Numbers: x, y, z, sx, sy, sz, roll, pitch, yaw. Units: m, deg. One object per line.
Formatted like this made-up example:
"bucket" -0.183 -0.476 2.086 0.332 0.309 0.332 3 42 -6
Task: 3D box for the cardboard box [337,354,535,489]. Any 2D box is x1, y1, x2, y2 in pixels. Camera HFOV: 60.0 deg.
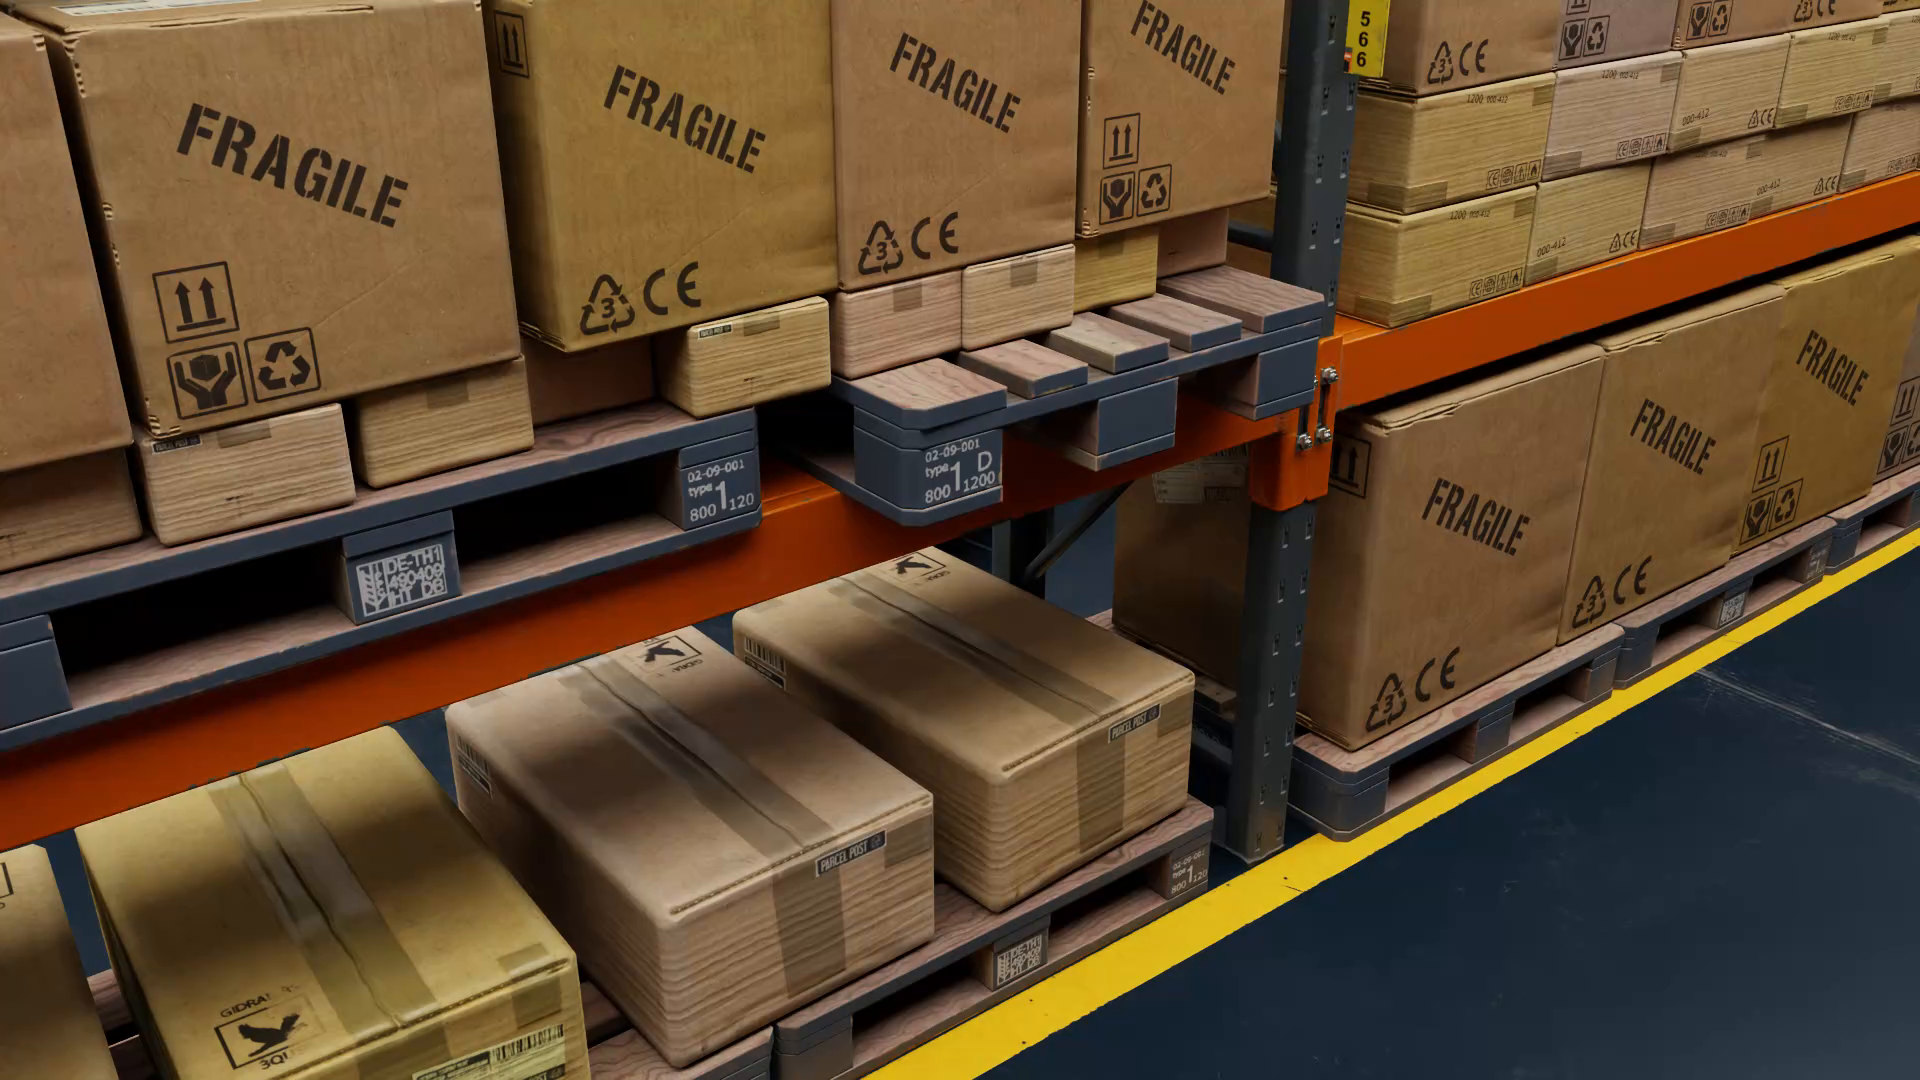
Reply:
"cardboard box" -0.841 -0.230 2.481 0.250 0.149 0.380 -19 31 -36

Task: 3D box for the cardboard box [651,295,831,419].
"cardboard box" -0.419 -0.346 2.731 0.250 0.149 0.380 -18 30 -33

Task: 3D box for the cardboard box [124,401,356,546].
"cardboard box" -1.033 -0.151 2.311 0.250 0.149 0.380 -17 30 -32

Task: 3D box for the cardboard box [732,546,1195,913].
"cardboard box" -0.009 0.400 3.948 0.625 0.372 0.950 -21 32 -37

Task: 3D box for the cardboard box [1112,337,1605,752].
"cardboard box" 1.037 -0.124 4.478 0.875 0.875 0.875 -19 31 -34

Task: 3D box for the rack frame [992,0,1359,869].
"rack frame" 0.442 -0.745 3.792 0.127 3.000 1.000 -18 31 -34

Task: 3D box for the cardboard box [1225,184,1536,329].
"cardboard box" 0.982 -0.721 3.918 0.500 0.250 0.500 -19 31 -35

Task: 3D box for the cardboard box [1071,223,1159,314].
"cardboard box" 0.163 -0.565 3.204 0.250 0.149 0.380 -18 30 -33

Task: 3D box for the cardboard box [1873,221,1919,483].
"cardboard box" 3.151 -0.823 5.986 0.875 0.875 0.875 -17 30 -32

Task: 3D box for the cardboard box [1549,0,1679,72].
"cardboard box" 1.365 -1.423 3.947 0.500 0.500 0.500 -18 30 -34

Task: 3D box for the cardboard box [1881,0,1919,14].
"cardboard box" 2.579 -1.822 4.806 0.500 0.500 0.500 -17 30 -33

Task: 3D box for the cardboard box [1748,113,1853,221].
"cardboard box" 2.178 -1.124 4.786 0.500 0.250 0.500 -18 31 -34

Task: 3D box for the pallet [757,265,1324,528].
"pallet" -0.053 -0.438 3.358 1.003 0.211 1.213 -18 31 -34

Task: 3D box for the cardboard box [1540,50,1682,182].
"cardboard box" 1.400 -1.088 4.114 0.500 0.250 0.500 -17 30 -33

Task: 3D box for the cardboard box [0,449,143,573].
"cardboard box" -1.274 -0.099 2.200 0.250 0.149 0.380 -18 30 -34

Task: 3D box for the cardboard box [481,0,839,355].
"cardboard box" -0.541 -0.636 2.587 0.500 0.500 0.500 -21 32 -37

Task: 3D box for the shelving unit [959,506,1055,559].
"shelving unit" 0.158 -0.359 5.454 0.258 0.900 0.210 20 32 37

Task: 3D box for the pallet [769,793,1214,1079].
"pallet" -0.174 0.722 3.943 1.213 0.211 1.003 -18 31 -34

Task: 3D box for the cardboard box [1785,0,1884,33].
"cardboard box" 2.181 -1.682 4.505 0.500 0.500 0.500 -18 30 -33

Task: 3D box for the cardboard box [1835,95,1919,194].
"cardboard box" 2.582 -1.259 5.079 0.500 0.250 0.500 -19 31 -35

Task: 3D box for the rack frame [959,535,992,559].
"rack frame" 0.091 -0.326 5.384 0.240 0.900 0.006 20 32 37

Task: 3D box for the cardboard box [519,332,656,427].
"cardboard box" -0.694 -0.322 2.681 0.250 0.149 0.380 -18 30 -34

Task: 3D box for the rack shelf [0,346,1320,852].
"rack shelf" -1.132 0.101 2.824 4.000 0.370 1.077 -18 31 -34

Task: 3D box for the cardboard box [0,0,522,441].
"cardboard box" -0.971 -0.495 2.282 0.500 0.500 0.500 -20 31 -36

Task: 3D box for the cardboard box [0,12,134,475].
"cardboard box" -1.369 -0.358 1.987 0.500 0.500 0.500 -18 31 -34

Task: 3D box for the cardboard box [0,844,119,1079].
"cardboard box" -1.731 0.971 2.718 0.625 0.372 0.950 -16 29 -31

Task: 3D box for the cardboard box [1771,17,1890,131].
"cardboard box" 2.207 -1.340 4.659 0.500 0.250 0.500 -18 30 -33

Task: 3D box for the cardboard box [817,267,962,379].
"cardboard box" -0.211 -0.422 2.895 0.250 0.149 0.380 -20 32 -36

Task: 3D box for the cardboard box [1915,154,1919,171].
"cardboard box" 2.990 -1.384 5.347 0.500 0.250 0.500 -19 31 -35

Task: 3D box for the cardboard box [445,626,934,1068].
"cardboard box" -0.585 0.594 3.529 0.625 0.372 0.950 -19 31 -35

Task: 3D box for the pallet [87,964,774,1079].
"pallet" -1.133 1.037 3.264 1.213 0.211 1.003 -18 31 -34

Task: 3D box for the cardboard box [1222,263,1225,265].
"cardboard box" 0.679 -0.894 4.292 0.500 0.250 0.500 -20 31 -36

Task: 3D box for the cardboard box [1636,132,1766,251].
"cardboard box" 1.792 -0.994 4.508 0.500 0.250 0.500 -17 30 -32

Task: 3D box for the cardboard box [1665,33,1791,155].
"cardboard box" 1.800 -1.213 4.385 0.500 0.250 0.500 -18 31 -34

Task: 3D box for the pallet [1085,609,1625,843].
"pallet" 1.109 0.340 4.767 1.213 0.211 1.003 -18 31 -34

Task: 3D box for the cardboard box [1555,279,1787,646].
"cardboard box" 1.741 -0.354 4.975 0.875 0.875 0.875 -18 30 -33

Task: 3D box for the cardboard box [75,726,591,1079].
"cardboard box" -1.185 0.789 3.109 0.625 0.372 0.950 -17 30 -32

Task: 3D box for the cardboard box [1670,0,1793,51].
"cardboard box" 1.782 -1.552 4.225 0.500 0.500 0.500 -17 30 -33

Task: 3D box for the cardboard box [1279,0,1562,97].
"cardboard box" 0.981 -1.291 3.662 0.500 0.500 0.500 -19 31 -36

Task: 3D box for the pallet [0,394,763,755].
"pallet" -1.091 -0.130 2.695 1.213 0.211 1.003 -18 31 -34

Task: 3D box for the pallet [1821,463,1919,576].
"pallet" 3.029 -0.294 6.132 1.213 0.211 1.003 -18 31 -34

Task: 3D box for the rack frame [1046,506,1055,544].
"rack frame" 0.225 -0.391 5.523 0.240 0.900 0.006 20 32 37

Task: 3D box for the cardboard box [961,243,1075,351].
"cardboard box" -0.008 -0.485 3.031 0.250 0.149 0.380 -19 31 -34

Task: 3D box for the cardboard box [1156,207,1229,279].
"cardboard box" 0.329 -0.658 3.405 0.250 0.149 0.380 -17 30 -32

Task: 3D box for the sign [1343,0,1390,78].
"sign" 0.784 -1.057 3.183 0.005 0.325 0.100 -18 31 -34

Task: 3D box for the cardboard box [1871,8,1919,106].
"cardboard box" 2.600 -1.479 4.958 0.500 0.250 0.500 -17 30 -33

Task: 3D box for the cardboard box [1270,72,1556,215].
"cardboard box" 0.993 -0.954 3.826 0.500 0.250 0.500 -19 31 -34

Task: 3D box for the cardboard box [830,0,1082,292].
"cardboard box" -0.144 -0.768 2.870 0.500 0.500 0.500 -19 31 -35

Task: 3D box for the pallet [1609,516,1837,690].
"pallet" 2.068 0.025 5.446 1.213 0.211 1.003 -18 31 -34

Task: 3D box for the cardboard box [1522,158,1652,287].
"cardboard box" 1.375 -0.860 4.218 0.500 0.250 0.500 -19 31 -35

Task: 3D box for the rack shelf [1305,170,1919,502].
"rack shelf" 2.016 -0.938 5.063 4.000 0.370 1.077 -18 31 -34

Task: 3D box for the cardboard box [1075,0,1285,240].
"cardboard box" 0.256 -0.906 3.167 0.500 0.500 0.500 -19 31 -35

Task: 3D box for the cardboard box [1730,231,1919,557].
"cardboard box" 2.445 -0.586 5.475 0.875 0.875 0.875 -17 30 -33
